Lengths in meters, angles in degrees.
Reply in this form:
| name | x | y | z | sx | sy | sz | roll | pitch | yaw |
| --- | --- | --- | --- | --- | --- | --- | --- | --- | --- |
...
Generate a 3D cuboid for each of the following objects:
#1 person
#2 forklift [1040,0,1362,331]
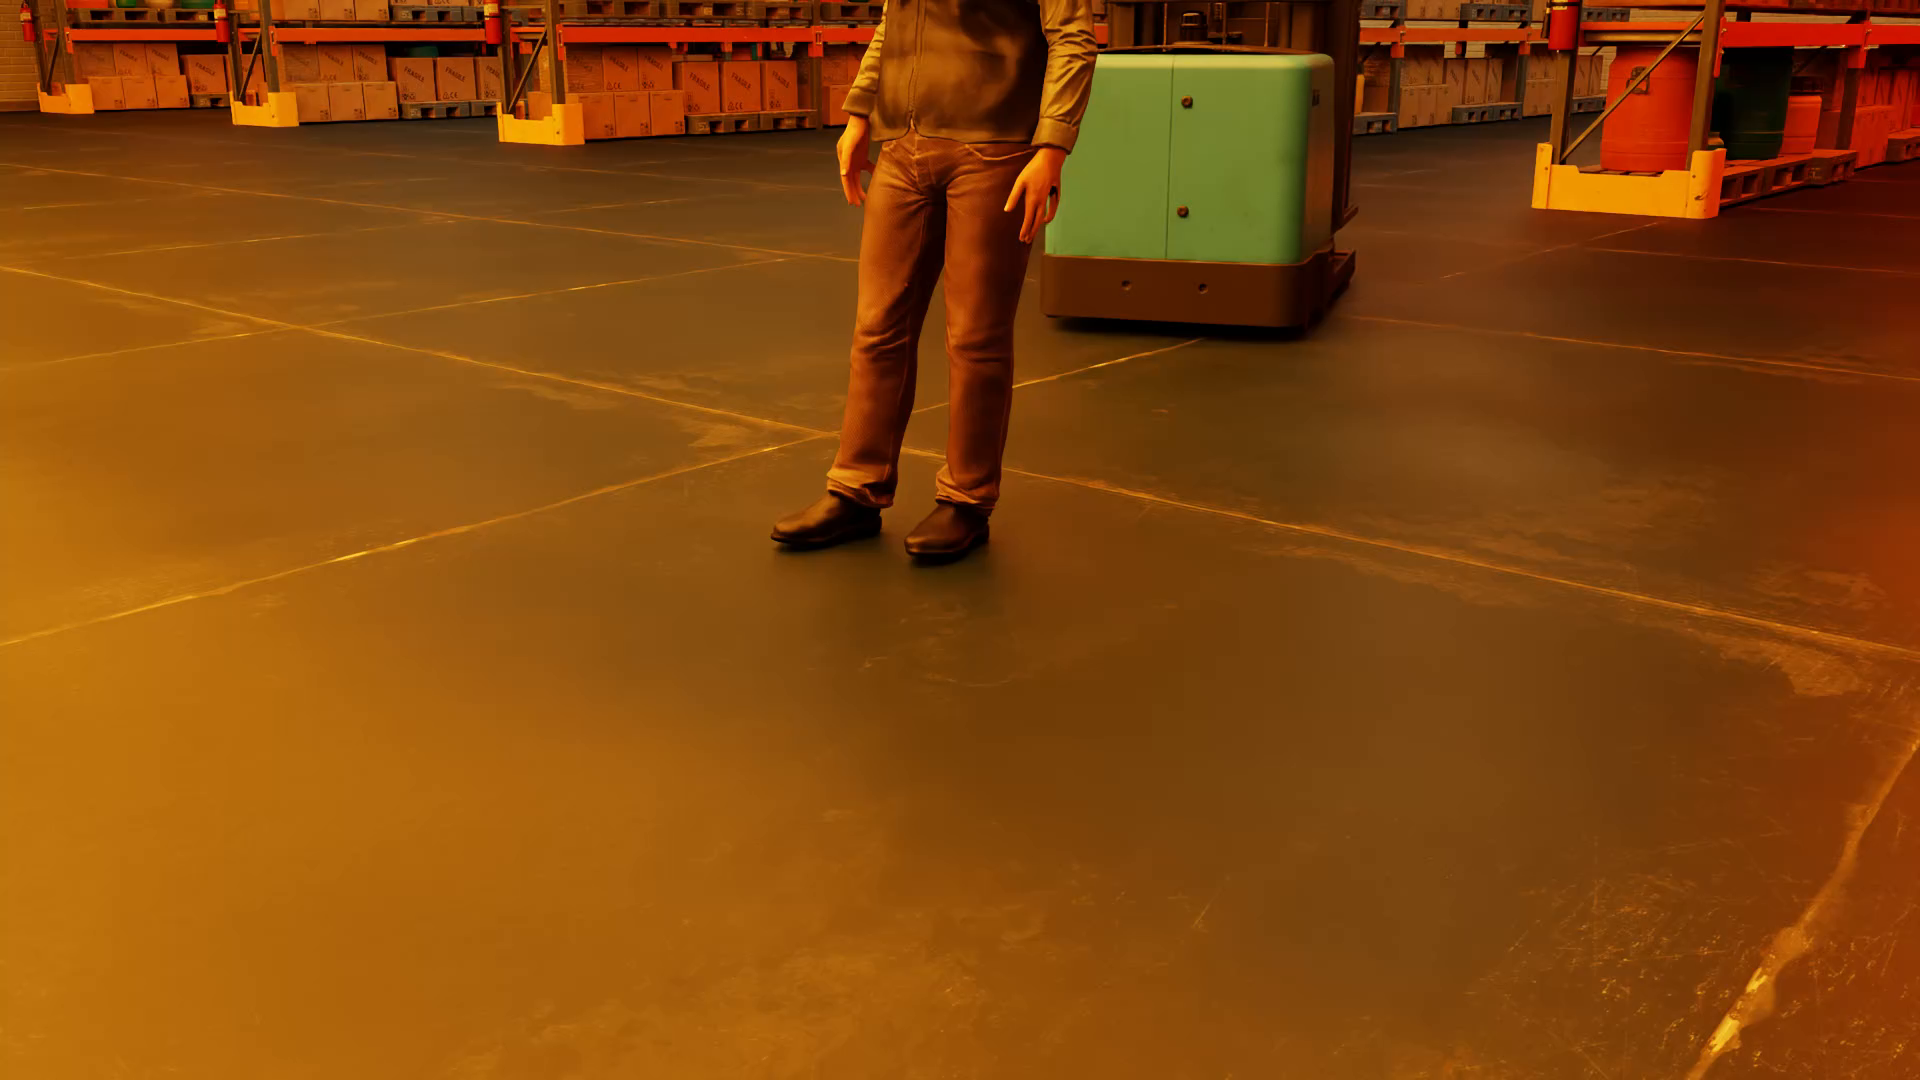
| name | x | y | z | sx | sy | sz | roll | pitch | yaw |
| --- | --- | --- | --- | --- | --- | --- | --- | --- | --- |
| person | -0.046 | -0.818 | 3.649 | 0.632 | 1.720 | 0.568 | 13 | 21 | 37 |
| forklift | 1.271 | -2.606 | 7.479 | 1.130 | 2.935 | 3.031 | 5 | 18 | 17 |
